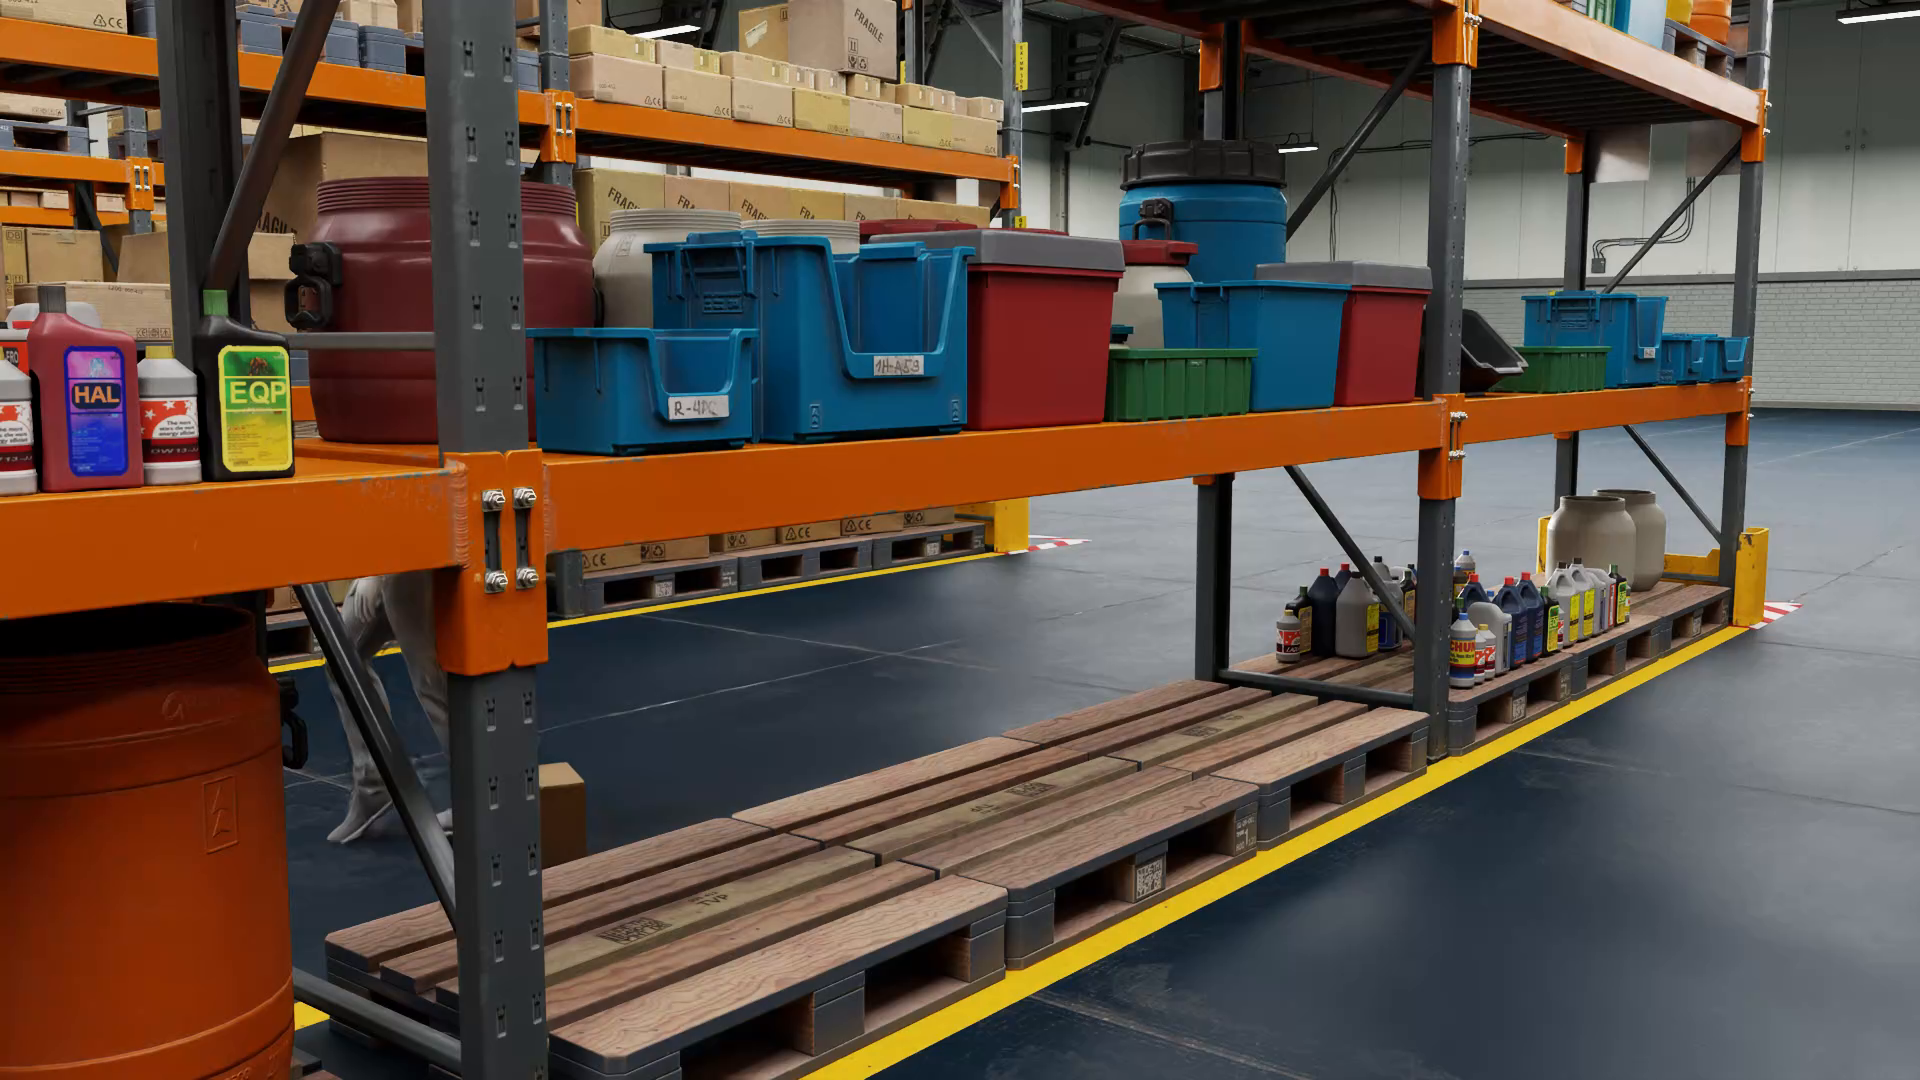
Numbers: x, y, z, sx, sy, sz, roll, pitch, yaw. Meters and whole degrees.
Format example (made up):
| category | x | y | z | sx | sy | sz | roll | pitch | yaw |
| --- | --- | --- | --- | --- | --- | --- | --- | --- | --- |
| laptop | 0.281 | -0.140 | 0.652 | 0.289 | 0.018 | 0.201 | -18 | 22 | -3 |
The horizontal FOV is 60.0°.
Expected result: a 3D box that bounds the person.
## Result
| category | x | y | z | sx | sy | sz | roll | pitch | yaw |
| --- | --- | --- | --- | --- | --- | --- | --- | --- | --- |
| person | -1.639 | 0.089 | 4.932 | 0.542 | 1.746 | 0.504 | -2 | 7 | -16 |
